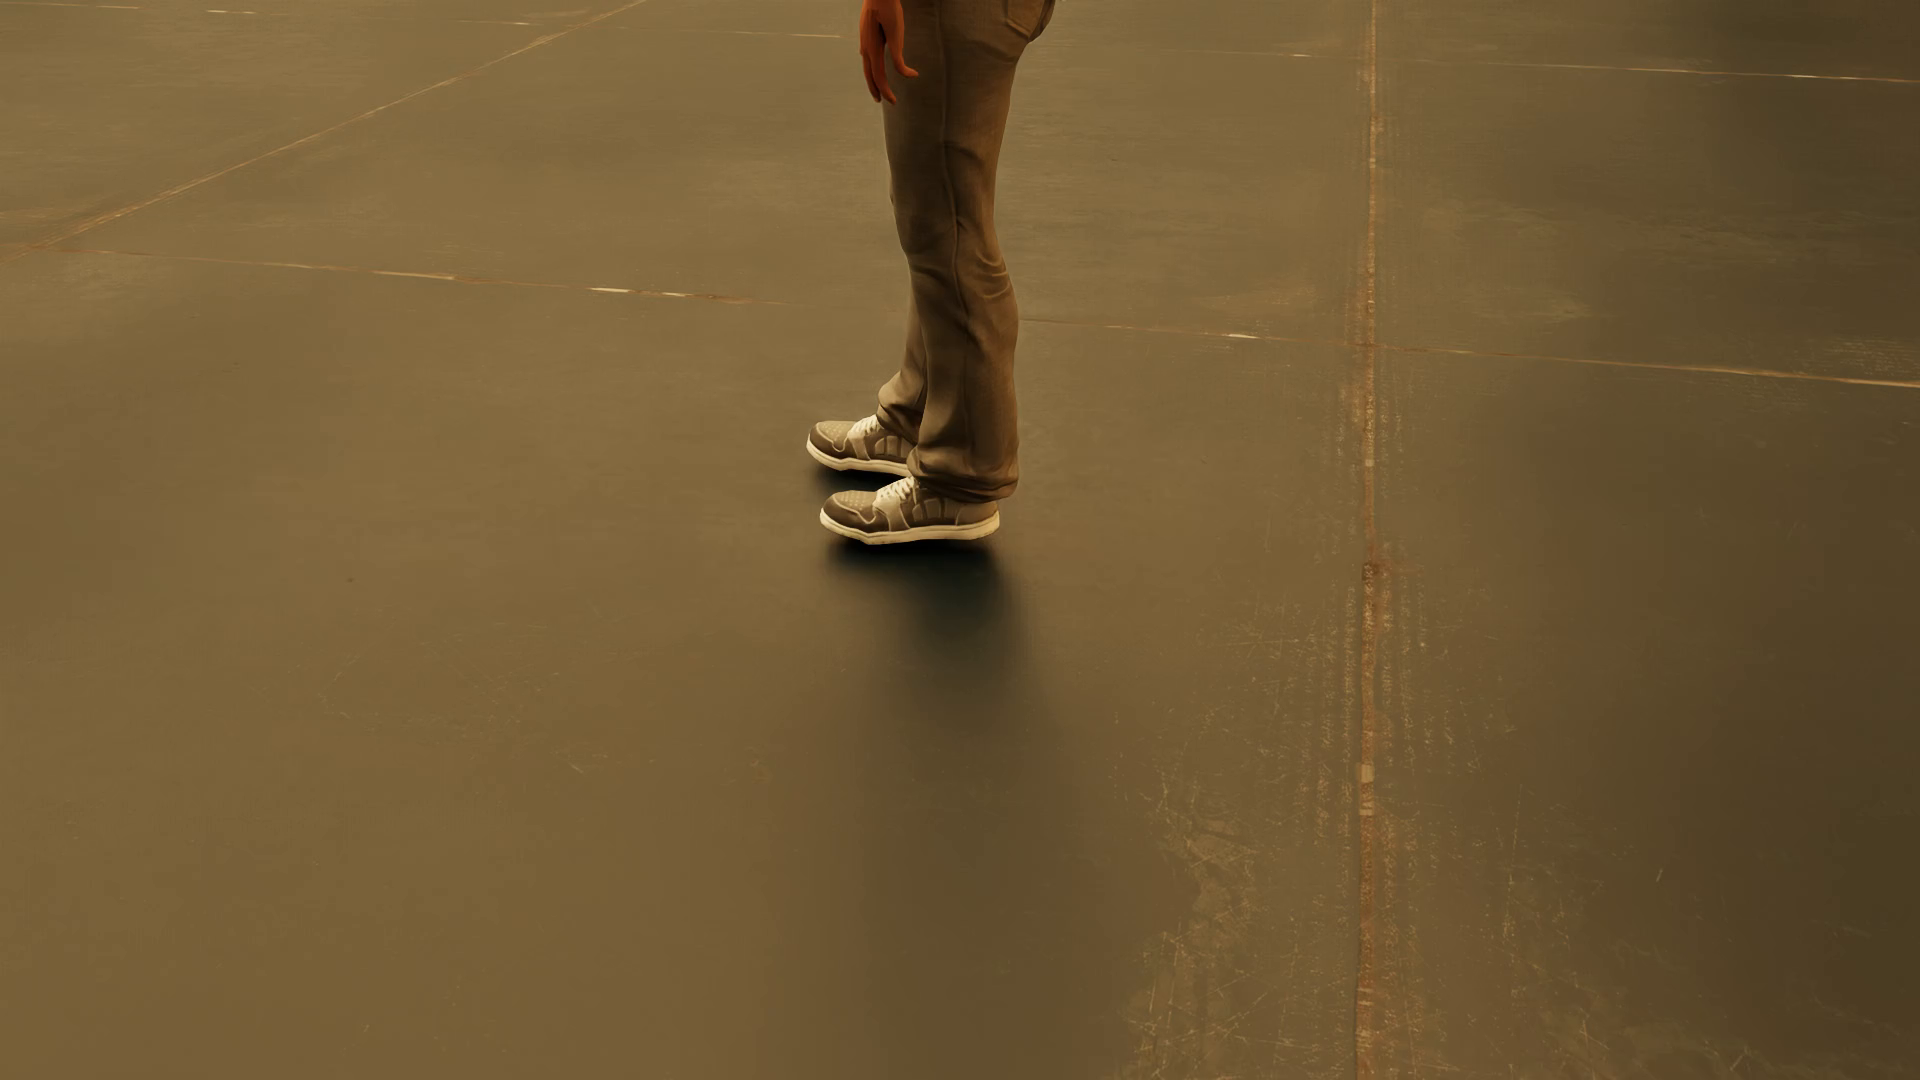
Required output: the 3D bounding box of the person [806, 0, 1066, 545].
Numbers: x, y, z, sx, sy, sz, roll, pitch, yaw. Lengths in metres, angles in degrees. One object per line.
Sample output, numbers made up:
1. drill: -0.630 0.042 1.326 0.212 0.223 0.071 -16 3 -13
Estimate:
1. person: -0.069 -0.733 2.164 0.475 1.597 0.520 6 27 11
